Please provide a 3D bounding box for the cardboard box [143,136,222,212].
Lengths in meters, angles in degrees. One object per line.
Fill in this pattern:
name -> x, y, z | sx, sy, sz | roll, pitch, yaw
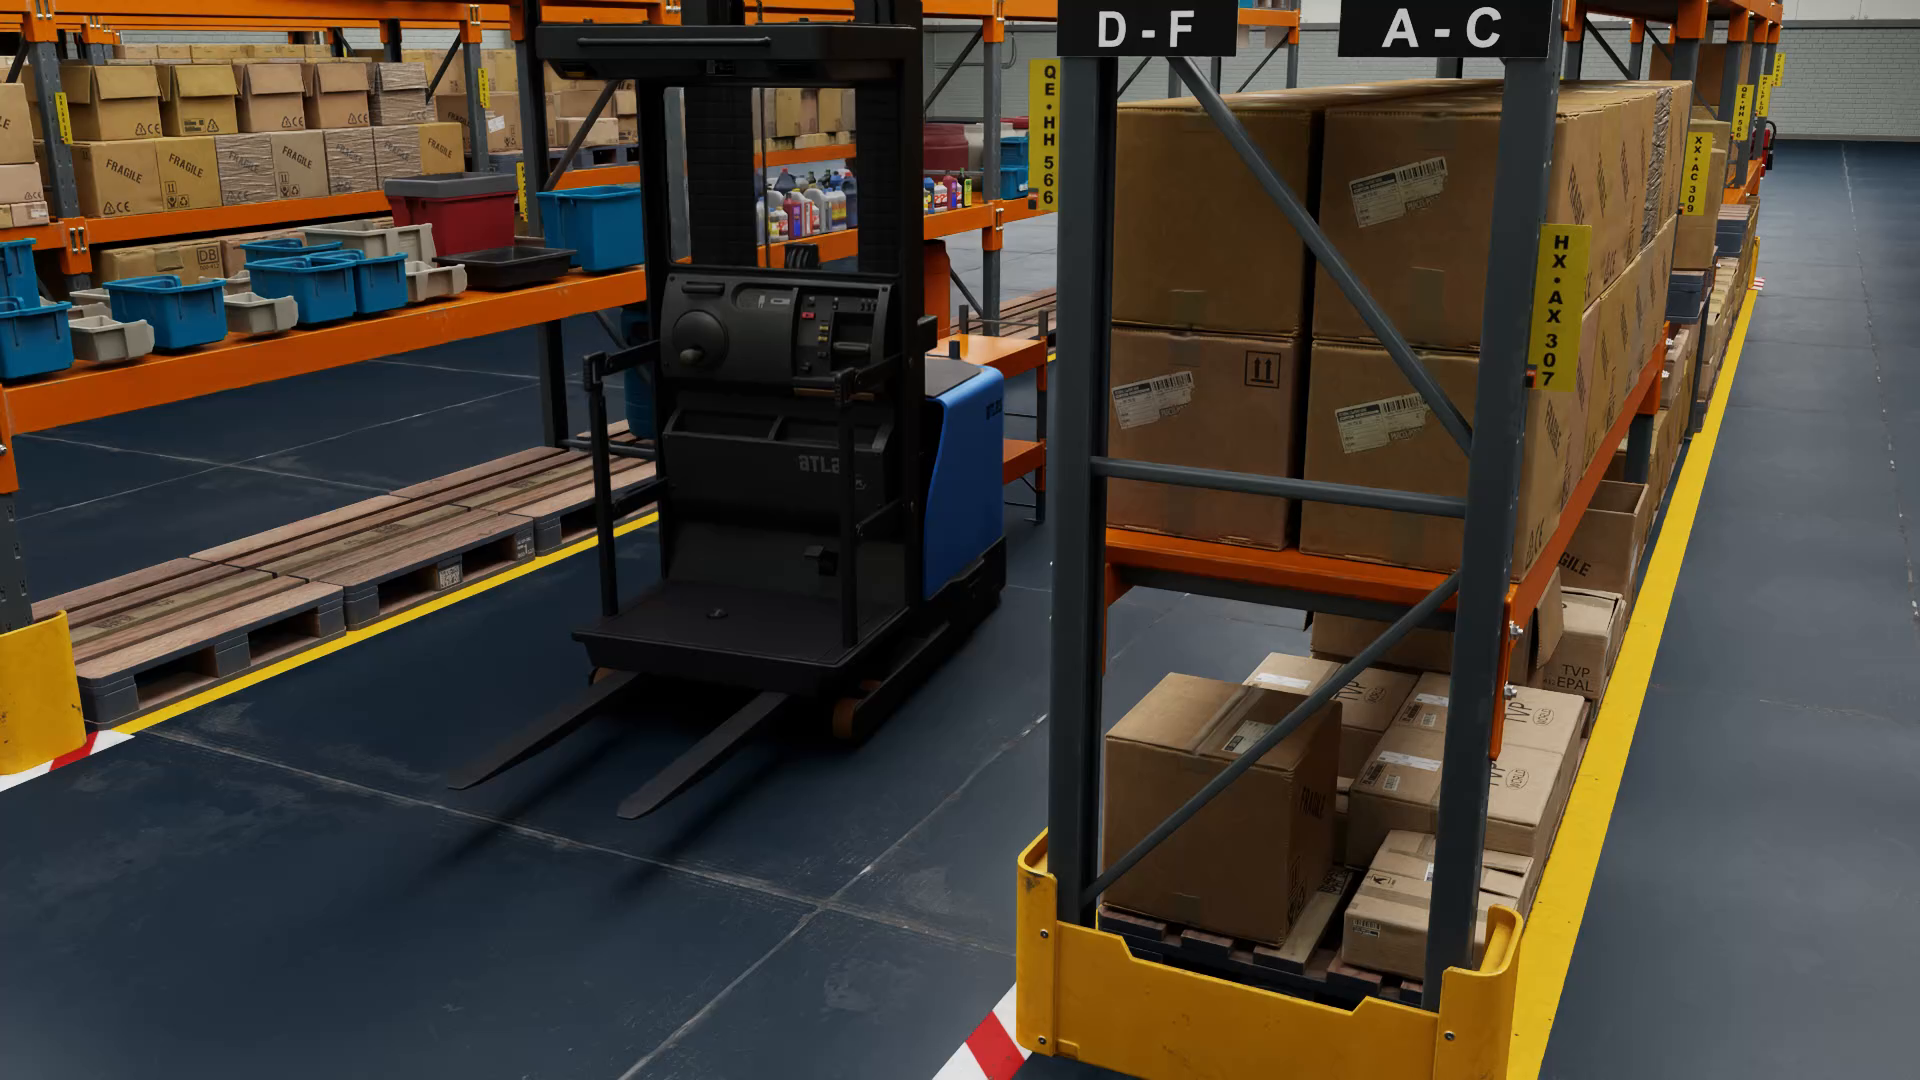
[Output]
cardboard box -> -5.735, -2.651, 12.004 | 0.500, 0.500, 0.500 | 8, 18, 25

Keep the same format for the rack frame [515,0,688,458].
rack frame -> -1.957, -1.759, 9.178 | 1.000, 3.000, 0.127 | 8, 18, 25

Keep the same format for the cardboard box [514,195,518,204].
cardboard box -> -6.462, -4.648, 21.898 | 0.875, 0.875, 0.875 | 8, 18, 26

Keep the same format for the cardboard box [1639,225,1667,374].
cardboard box -> 2.250, -0.884, 6.058 | 0.500, 0.500, 0.500 | 9, 19, 27

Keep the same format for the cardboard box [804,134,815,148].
cardboard box -> -1.911, -4.644, 19.334 | 0.380, 0.149, 0.250 | 8, 18, 25

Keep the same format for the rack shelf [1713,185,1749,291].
rack shelf -> 5.154, -2.311, 12.301 | 1.077, 0.370, 4.000 | 8, 18, 25

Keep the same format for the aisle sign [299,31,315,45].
aisle sign -> -10.141, -8.008, 25.651 | 0.394, 0.787, 0.004 | 8, 18, 25

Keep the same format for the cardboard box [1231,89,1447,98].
cardboard box -> 1.091, -1.046, 4.846 | 0.500, 0.500, 0.500 | 9, 19, 27

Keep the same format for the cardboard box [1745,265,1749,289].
cardboard box -> 7.200, -2.510, 15.798 | 0.500, 0.250, 0.500 | 8, 18, 25

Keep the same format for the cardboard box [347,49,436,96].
cardboard box -> -7.009, -5.763, 20.498 | 0.875, 0.550, 0.550 | 8, 18, 25

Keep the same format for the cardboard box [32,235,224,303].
cardboard box -> -6.119, -1.737, 12.100 | 1.225, 0.875, 0.875 | 8, 18, 26

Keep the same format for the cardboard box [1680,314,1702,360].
cardboard box -> 4.031, -1.236, 9.717 | 0.500, 0.250, 0.500 | 9, 19, 27

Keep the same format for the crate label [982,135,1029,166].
crate label -> 0.517, -3.013, 13.340 | 0.502, 0.435, 0.616 | 8, 18, 25

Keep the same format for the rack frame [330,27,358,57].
rack frame -> -7.205, -5.084, 20.372 | 1.000, 3.000, 0.127 | 8, 18, 25

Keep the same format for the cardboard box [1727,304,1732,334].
cardboard box -> 5.894, -1.778, 13.333 | 0.500, 0.250, 0.500 | 8, 18, 25

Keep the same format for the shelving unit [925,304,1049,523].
shelving unit -> -0.003, -0.538, 8.358 | 0.538, 1.125, 1.048 | 8, 18, 25

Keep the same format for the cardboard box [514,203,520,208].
cardboard box -> -4.100, -3.091, 15.963 | 0.500, 0.250, 0.500 | 11, 20, 32

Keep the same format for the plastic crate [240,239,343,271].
plastic crate -> -3.056, -1.244, 7.634 | 0.416, 0.233, 0.300 | 8, 18, 25

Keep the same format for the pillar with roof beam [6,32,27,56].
pillar with roof beam -> -11.599, -9.602, 25.049 | 9.100, 9.000, 0.400 | 8, 18, 25

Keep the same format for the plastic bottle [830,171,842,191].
plastic bottle -> -0.880, -2.495, 11.884 | 0.097, 0.271, 0.097 | 0, 17, 0

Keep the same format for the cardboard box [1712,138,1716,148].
cardboard box -> 3.135, -1.652, 7.906 | 0.700, 0.500, 0.500 | 12, 20, 34

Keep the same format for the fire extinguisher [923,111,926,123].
fire extinguisher -> -0.562, -5.379, 21.502 | 0.296, 0.674, 0.183 | 8, 18, 25

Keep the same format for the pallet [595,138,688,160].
pallet -> -3.284, -4.159, 17.595 | 1.003, 0.211, 1.213 | 8, 18, 25

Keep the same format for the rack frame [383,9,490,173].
rack frame -> -4.600, -3.408, 14.730 | 1.000, 3.000, 0.127 | 8, 18, 25

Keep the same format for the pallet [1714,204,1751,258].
pallet -> 4.020, -1.873, 9.899 | 1.213, 0.211, 1.003 | 8, 18, 25

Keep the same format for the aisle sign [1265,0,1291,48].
aisle sign -> 3.703, -6.042, 19.033 | 0.394, 0.787, 0.004 | 8, 18, 25

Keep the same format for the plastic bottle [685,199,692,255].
plastic bottle -> -1.491, -1.794, 9.383 | 0.144, 0.351, 0.185 | 8, 18, 25

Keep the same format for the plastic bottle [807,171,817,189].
plastic bottle -> -1.062, -2.448, 11.702 | 0.061, 0.283, 0.133 | 8, 18, 25

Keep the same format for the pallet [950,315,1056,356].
pallet -> 0.212, -1.633, 13.653 | 1.003, 0.211, 1.213 | 8, 18, 25

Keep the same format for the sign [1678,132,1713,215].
sign -> 2.962, -1.476, 6.704 | 0.100, 0.325, 0.005 | 8, 18, 25

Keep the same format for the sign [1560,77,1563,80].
sign -> 3.762, -2.771, 10.554 | 0.100, 0.325, 0.005 | 8, 18, 25

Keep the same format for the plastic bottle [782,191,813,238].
plastic bottle -> -0.995, -2.005, 10.224 | 0.152, 0.276, 0.135 | 8, 18, 25

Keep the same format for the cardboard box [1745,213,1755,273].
cardboard box -> 6.982, -2.741, 15.260 | 0.500, 0.500, 0.500 | 8, 18, 25

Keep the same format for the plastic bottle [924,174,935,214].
plastic bottle -> -0.226, -2.423, 11.641 | 0.097, 0.271, 0.097 | 0, 17, 0

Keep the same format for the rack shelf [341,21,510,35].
rack shelf -> -6.311, -6.686, 21.762 | 1.077, 0.370, 4.000 | 8, 18, 25

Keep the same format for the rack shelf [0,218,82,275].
rack shelf -> -7.281, -1.535, 9.687 | 1.077, 0.370, 4.000 | 8, 18, 25

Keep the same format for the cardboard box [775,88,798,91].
cardboard box -> -2.162, -5.306, 18.668 | 0.500, 0.500, 0.500 | 8, 18, 25

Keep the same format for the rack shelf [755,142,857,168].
rack shelf -> -1.919, -4.591, 19.978 | 1.077, 0.370, 4.000 | 8, 18, 25

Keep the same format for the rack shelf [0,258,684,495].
rack shelf -> -2.850, -0.905, 7.565 | 1.077, 0.370, 4.000 | 8, 18, 25

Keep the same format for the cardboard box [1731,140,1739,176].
cardboard box -> 6.698, -3.590, 15.166 | 0.700, 0.500, 0.500 | 8, 18, 26

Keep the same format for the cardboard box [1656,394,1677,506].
cardboard box -> 3.366, -0.496, 8.544 | 0.500, 0.500, 0.500 | 8, 18, 26

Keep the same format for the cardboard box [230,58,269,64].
cardboard box -> -8.103, -5.095, 18.479 | 0.700, 0.500, 0.500 | 8, 18, 25

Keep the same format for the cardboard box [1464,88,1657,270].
cardboard box -> 1.801, -1.106, 5.048 | 0.500, 0.500, 0.500 | 8, 18, 25

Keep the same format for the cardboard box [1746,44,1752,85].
cardboard box -> 6.913, -4.333, 15.389 | 0.700, 0.500, 0.500 | 8, 18, 25

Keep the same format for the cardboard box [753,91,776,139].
cardboard box -> -2.556, -4.724, 18.463 | 0.875, 0.500, 0.500 | 8, 18, 25

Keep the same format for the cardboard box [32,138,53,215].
cardboard box -> -6.423, -2.591, 11.803 | 0.500, 0.500, 0.500 | 8, 18, 26

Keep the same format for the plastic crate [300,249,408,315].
plastic crate -> -2.617, -1.121, 7.220 | 0.416, 0.233, 0.300 | 8, 18, 25

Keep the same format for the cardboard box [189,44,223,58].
cardboard box -> -10.791, -6.694, 23.338 | 0.700, 0.500, 0.500 | 8, 18, 24

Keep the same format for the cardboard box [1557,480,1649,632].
cardboard box -> 2.472, 0.041, 6.736 | 0.500, 0.500, 0.500 | 8, 18, 25

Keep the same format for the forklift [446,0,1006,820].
forklift -> -0.770, -0.799, 6.068 | 1.130, 2.935, 3.031 | 6, 18, 19

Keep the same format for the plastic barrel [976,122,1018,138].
plastic barrel -> 0.288, -3.228, 13.927 | 0.421, 0.512, 0.421 | 0, 17, 0

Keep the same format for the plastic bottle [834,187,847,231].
plastic bottle -> -0.772, -2.112, 10.594 | 0.097, 0.271, 0.097 | 0, 17, 0

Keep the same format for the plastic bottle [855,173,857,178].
plastic bottle -> -0.728, -2.621, 12.306 | 0.097, 0.271, 0.097 | 0, 17, 0

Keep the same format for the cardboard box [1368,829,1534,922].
cardboard box -> 1.292, 0.912, 4.390 | 0.380, 0.166, 0.250 | 8, 18, 25

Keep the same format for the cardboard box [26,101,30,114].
cardboard box -> -9.032, -4.117, 15.777 | 0.380, 0.149, 0.250 | 9, 19, 27

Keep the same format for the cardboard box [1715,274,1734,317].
cardboard box -> 5.671, -1.918, 12.820 | 0.500, 0.311, 0.500 | 8, 18, 25

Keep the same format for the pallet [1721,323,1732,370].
pallet -> 5.754, -1.636, 13.662 | 1.003, 0.211, 1.213 | 8, 18, 25
